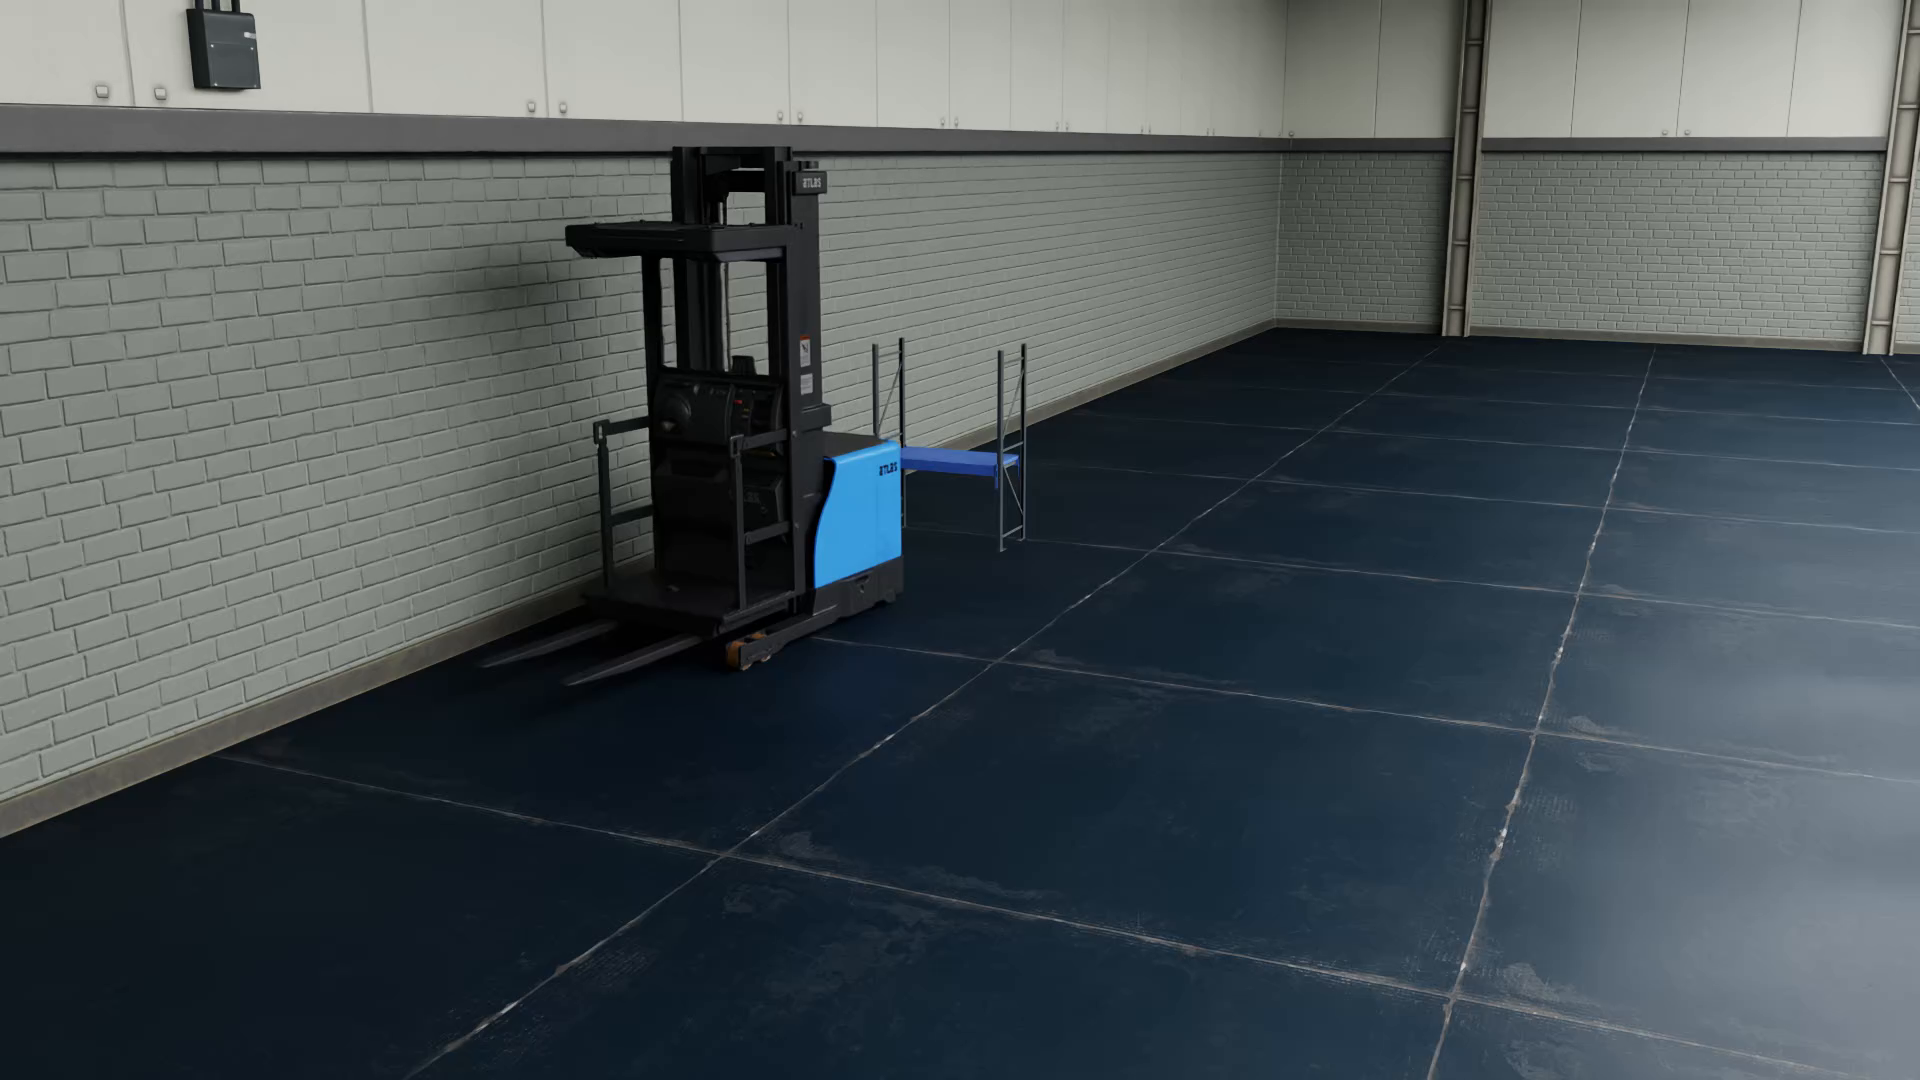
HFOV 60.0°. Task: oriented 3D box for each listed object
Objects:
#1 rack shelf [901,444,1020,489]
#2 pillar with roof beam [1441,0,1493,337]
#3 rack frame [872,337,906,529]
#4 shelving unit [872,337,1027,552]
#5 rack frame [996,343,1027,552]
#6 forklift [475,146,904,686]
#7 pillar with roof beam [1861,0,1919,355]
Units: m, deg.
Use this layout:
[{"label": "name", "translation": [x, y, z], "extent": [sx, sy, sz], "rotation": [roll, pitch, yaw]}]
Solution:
[{"label": "rack shelf", "translation": [-0.078, -0.563, 12.658], "extent": [1.000, 0.185, 0.538], "rotation": [6, 14, 23]}, {"label": "pillar with roof beam", "translation": [6.243, -6.778, 21.942], "extent": [0.400, 9.000, 9.100], "rotation": [6, 14, 23]}, {"label": "rack frame", "translation": [-0.543, -0.785, 12.818], "extent": [0.032, 1.500, 0.500], "rotation": [6, 14, 23]}, {"label": "shelving unit", "translation": [-0.078, -0.738, 12.617], "extent": [1.048, 1.500, 0.538], "rotation": [6, 14, 23]}, {"label": "rack frame", "translation": [0.387, -0.691, 12.417], "extent": [0.032, 1.500, 0.500], "rotation": [6, 14, 23]}, {"label": "forklift", "translation": [-1.550, -0.797, 9.735], "extent": [1.130, 2.935, 3.031], "rotation": [8, 15, 29]}, {"label": "pillar with roof beam", "translation": [11.729, -6.223, 19.576], "extent": [0.400, 9.000, 9.100], "rotation": [6, 14, 23]}]
